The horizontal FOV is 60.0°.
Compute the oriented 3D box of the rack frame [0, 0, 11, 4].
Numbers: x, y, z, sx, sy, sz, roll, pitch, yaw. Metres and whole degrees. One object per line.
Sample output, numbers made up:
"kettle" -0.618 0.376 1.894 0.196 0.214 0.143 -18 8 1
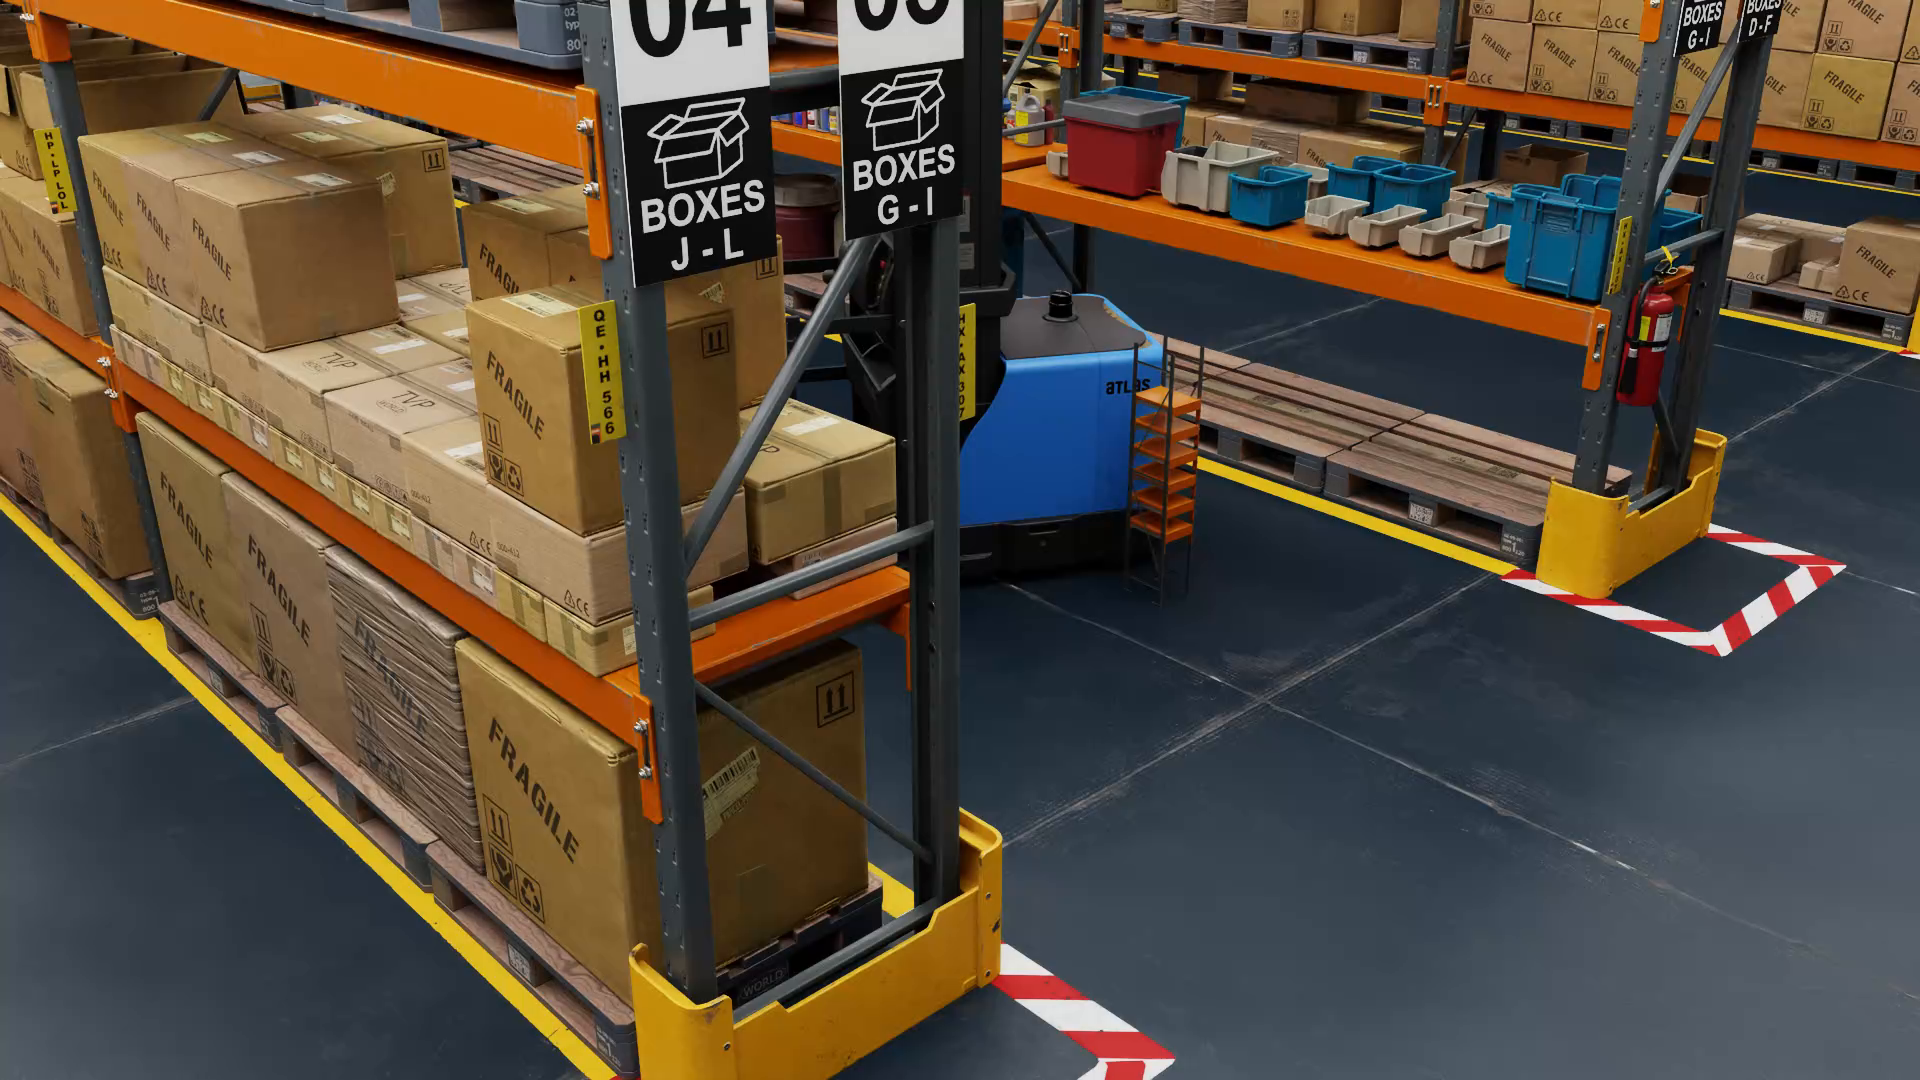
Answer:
"rack frame" -5.873 -2.319 9.720 1.000 3.000 0.127 -21 32 -38

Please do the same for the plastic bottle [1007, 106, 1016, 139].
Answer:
"plastic bottle" 0.354 -2.724 10.847 0.097 0.201 0.097 0 25 0

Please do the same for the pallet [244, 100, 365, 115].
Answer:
"pallet" -7.088 -4.622 18.127 1.003 0.211 1.213 -21 32 -38

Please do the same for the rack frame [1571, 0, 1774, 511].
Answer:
"rack frame" 3.210 -1.301 7.487 1.000 3.000 0.127 -21 32 -38

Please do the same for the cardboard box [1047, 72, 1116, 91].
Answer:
"cardboard box" 1.217 -4.566 16.775 0.500 0.311 0.500 -20 31 -37

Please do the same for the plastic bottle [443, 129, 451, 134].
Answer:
"plastic bottle" -5.130 -4.208 16.612 0.152 0.276 0.135 -20 31 -37

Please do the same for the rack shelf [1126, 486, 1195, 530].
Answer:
"rack shelf" 0.909 -0.153 7.536 0.180 0.103 0.258 -19 31 -35

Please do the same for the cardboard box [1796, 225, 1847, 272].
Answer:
"cardboard box" 6.322 -2.051 11.914 0.500 0.250 0.500 -21 32 -38

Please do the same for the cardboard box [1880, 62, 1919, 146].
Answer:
"cardboard box" 6.324 -2.809 10.672 0.500 0.500 0.500 -20 31 -37

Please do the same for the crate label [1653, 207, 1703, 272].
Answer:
"crate label" 3.282 -1.420 7.878 0.416 0.233 0.303 -21 32 -38

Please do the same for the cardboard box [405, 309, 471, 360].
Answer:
"cardboard box" -1.598 -0.650 5.883 0.500 0.250 0.500 -22 32 -39

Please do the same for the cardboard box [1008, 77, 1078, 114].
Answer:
"cardboard box" 0.823 -4.412 16.439 0.500 0.311 0.500 -20 31 -37

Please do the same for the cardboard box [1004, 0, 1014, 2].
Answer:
"cardboard box" 0.448 -5.385 16.742 0.380 0.149 0.250 -18 30 -35

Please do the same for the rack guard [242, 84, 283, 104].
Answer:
"rack guard" -7.639 -5.001 18.610 1.175 0.500 0.348 -21 32 -38

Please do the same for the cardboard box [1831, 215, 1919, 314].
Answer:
"cardboard box" 6.277 -1.862 11.200 0.500 0.500 0.500 -21 32 -38

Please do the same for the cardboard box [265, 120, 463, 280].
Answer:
"cardboard box" -2.290 -1.299 6.403 0.500 0.500 0.500 -21 32 -38

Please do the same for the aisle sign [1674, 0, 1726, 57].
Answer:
"aisle sign" 3.046 -2.378 6.717 0.394 0.787 0.004 -21 32 -38

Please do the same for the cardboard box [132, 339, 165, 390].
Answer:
"cardboard box" -3.000 -0.730 6.538 0.250 0.149 0.380 23 33 40

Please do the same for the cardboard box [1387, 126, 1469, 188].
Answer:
"cardboard box" 3.942 -3.195 14.121 0.500 0.500 0.500 22 33 39

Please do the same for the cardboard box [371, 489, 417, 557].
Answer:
"cardboard box" -1.588 -0.105 5.168 0.380 0.149 0.250 -22 33 -40

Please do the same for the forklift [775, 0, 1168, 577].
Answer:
"forklift" -0.604 -1.269 7.501 3.031 2.935 1.130 -6 25 -13

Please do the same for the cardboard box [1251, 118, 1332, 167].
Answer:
"cardboard box" 2.874 -3.352 14.465 0.500 0.500 0.500 -21 32 -38

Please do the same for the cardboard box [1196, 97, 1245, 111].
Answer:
"cardboard box" 2.525 -3.818 15.486 0.500 0.500 0.500 22 33 40

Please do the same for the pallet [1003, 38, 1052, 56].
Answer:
"pallet" 0.917 -7.041 23.430 1.003 0.211 1.213 -21 32 -38

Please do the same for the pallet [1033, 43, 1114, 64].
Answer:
"pallet" 1.755 -6.671 22.620 1.003 0.211 1.213 -21 32 -38

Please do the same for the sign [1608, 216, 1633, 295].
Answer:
"sign" 2.820 -1.214 7.100 0.100 0.325 0.005 -21 32 -38

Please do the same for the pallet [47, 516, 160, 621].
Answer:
"pallet" -3.722 -0.051 8.108 1.003 0.211 1.213 -21 32 -38

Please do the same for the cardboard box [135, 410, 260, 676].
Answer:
"cardboard box" -2.746 -0.109 6.929 0.875 0.875 0.875 -21 32 -38

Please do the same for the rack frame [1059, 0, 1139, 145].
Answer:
"rack frame" 1.361 -5.128 15.878 1.000 3.000 0.127 -21 32 -38

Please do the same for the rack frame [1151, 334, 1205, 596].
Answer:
"rack frame" 0.979 -0.327 7.520 0.006 1.200 0.240 -19 31 -35

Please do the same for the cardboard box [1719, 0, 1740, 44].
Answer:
"cardboard box" 5.269 -3.726 11.478 0.500 0.500 0.500 -20 31 -37

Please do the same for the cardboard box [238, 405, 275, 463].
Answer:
"cardboard box" -2.293 -0.417 5.852 0.380 0.149 0.250 -21 32 -38

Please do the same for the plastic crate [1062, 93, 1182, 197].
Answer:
"plastic crate" 0.904 -2.227 9.369 0.402 0.464 0.583 -21 32 -38

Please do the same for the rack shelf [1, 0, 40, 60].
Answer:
"rack shelf" -4.506 -2.751 7.918 1.077 0.370 4.000 -21 32 -38

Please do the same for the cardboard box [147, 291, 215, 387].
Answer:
"cardboard box" -2.673 -0.806 6.225 0.500 0.250 0.500 -21 32 -39

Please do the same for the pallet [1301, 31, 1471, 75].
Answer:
"pallet" 3.628 -4.102 13.860 1.003 0.211 1.213 -21 32 -38

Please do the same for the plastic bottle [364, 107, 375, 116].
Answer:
"plastic bottle" -5.773 -4.103 16.291 0.185 0.351 0.144 22 32 39

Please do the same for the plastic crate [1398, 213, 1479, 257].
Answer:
"plastic crate" 2.333 -1.496 8.160 0.396 0.136 0.243 -21 32 -38

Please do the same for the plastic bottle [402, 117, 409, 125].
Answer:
"plastic bottle" -5.751 -4.396 17.023 0.152 0.276 0.135 -21 32 -38

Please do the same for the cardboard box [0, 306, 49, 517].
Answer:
"cardboard box" -4.203 -0.791 8.423 0.875 0.875 1.225 22 33 40

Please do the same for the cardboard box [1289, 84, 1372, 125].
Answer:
"cardboard box" 3.258 -3.839 14.630 0.500 0.250 0.500 -21 32 -38

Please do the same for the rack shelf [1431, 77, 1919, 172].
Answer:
"rack shelf" 5.462 -2.983 12.042 1.077 0.370 4.000 -21 32 -38

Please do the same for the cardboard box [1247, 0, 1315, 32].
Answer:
"cardboard box" 2.842 -4.671 14.248 0.500 0.500 0.700 15 28 29

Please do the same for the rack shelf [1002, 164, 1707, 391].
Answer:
"rack shelf" 1.843 -1.579 8.964 1.077 0.370 4.000 -21 32 -38

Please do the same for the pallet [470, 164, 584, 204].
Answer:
"pallet" -3.588 -3.071 14.727 1.003 0.211 1.213 -21 32 -38

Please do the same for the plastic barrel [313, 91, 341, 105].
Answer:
"plastic barrel" -6.877 -4.878 17.820 0.421 0.512 0.421 0 25 0

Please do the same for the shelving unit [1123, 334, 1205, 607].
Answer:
"shelving unit" 0.909 -0.302 7.467 0.189 1.200 0.258 -19 31 -35

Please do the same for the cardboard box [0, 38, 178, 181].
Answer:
"cardboard box" -4.042 -2.012 7.717 0.797 0.503 0.637 -21 32 -38

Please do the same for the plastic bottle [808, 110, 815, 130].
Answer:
"plastic bottle" -0.973 -2.852 11.126 0.097 0.201 0.097 0 25 0

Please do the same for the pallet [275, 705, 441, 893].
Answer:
"pallet" -1.838 0.784 6.278 1.003 0.211 1.213 -21 32 -38

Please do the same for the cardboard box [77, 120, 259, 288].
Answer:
"cardboard box" -2.998 -1.298 6.400 0.500 0.500 0.500 -21 32 -38

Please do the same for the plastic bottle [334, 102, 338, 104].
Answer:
"plastic bottle" -6.273 -4.274 16.761 0.097 0.271 0.097 0 25 0

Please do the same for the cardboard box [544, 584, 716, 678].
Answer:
"cardboard box" -0.889 0.204 4.491 0.380 0.149 0.250 -20 32 -38

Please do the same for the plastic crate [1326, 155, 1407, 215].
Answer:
"plastic crate" 2.177 -1.910 8.952 0.416 0.233 0.300 -21 32 -38

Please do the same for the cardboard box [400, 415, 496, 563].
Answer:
"cardboard box" -1.276 -0.188 4.870 0.500 0.250 0.500 -22 32 -39

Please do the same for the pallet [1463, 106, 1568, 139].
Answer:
"pallet" 6.288 -4.636 18.159 1.003 0.211 1.213 -21 32 -38

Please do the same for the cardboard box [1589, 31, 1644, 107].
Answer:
"cardboard box" 4.937 -3.424 12.021 0.500 0.500 0.500 -21 32 -39
